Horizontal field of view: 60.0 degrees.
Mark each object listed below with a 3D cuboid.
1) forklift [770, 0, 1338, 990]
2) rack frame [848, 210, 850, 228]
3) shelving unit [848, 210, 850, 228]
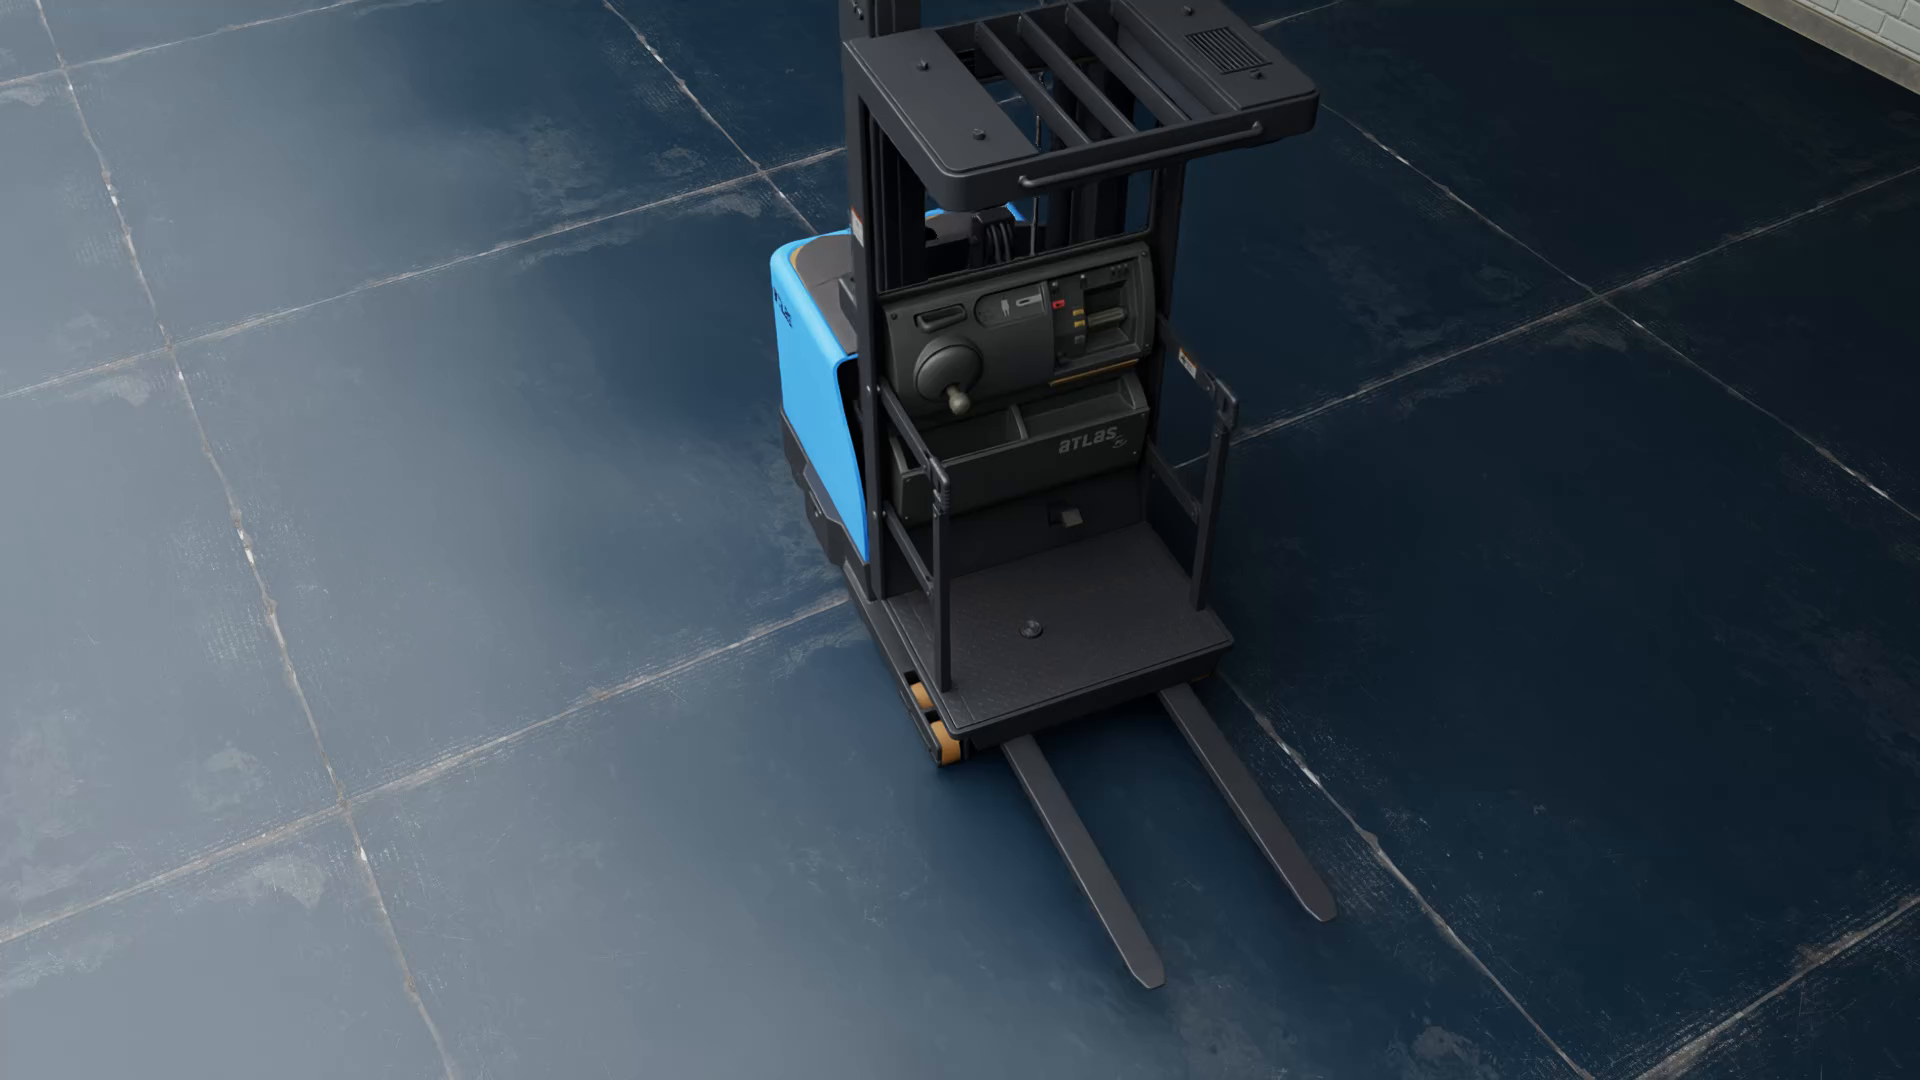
[{"bbox_3d":[0.292,-0.593,5.256,1.130,2.935,3.031,-16,46,-16],"label":"forklift"},{"bbox_3d":[-0.428,-0.949,7.073,0.006,0.900,0.240,-10,42,-10],"label":"rack frame"},{"bbox_3d":[-0.330,-0.966,7.090,0.210,0.900,0.258,-10,42,-10],"label":"shelving unit"}]
